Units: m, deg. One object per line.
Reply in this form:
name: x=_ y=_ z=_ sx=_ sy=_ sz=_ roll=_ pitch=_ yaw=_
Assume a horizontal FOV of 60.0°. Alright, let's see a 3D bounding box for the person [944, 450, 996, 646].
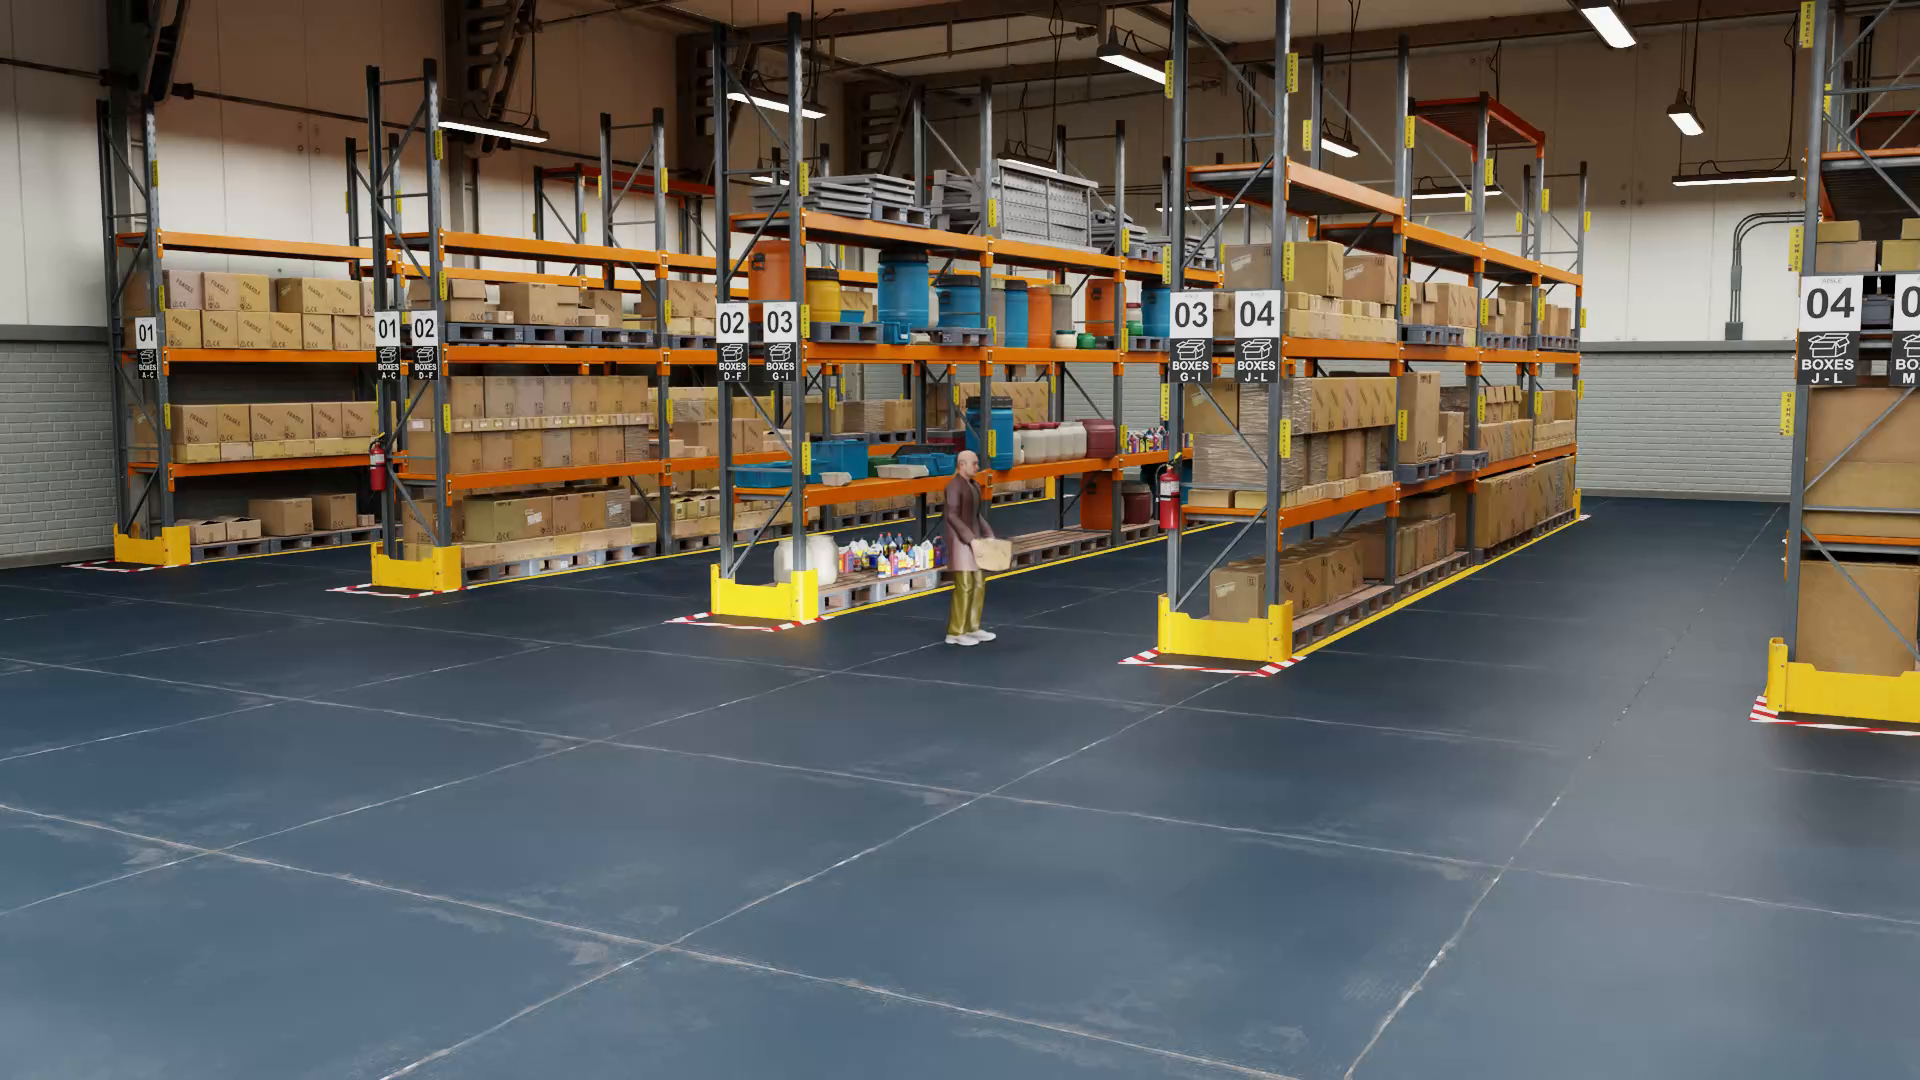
person: x=0.098 y=0.063 z=15.409 sx=0.455 sy=1.782 sz=0.577 roll=3 pitch=7 yaw=28
